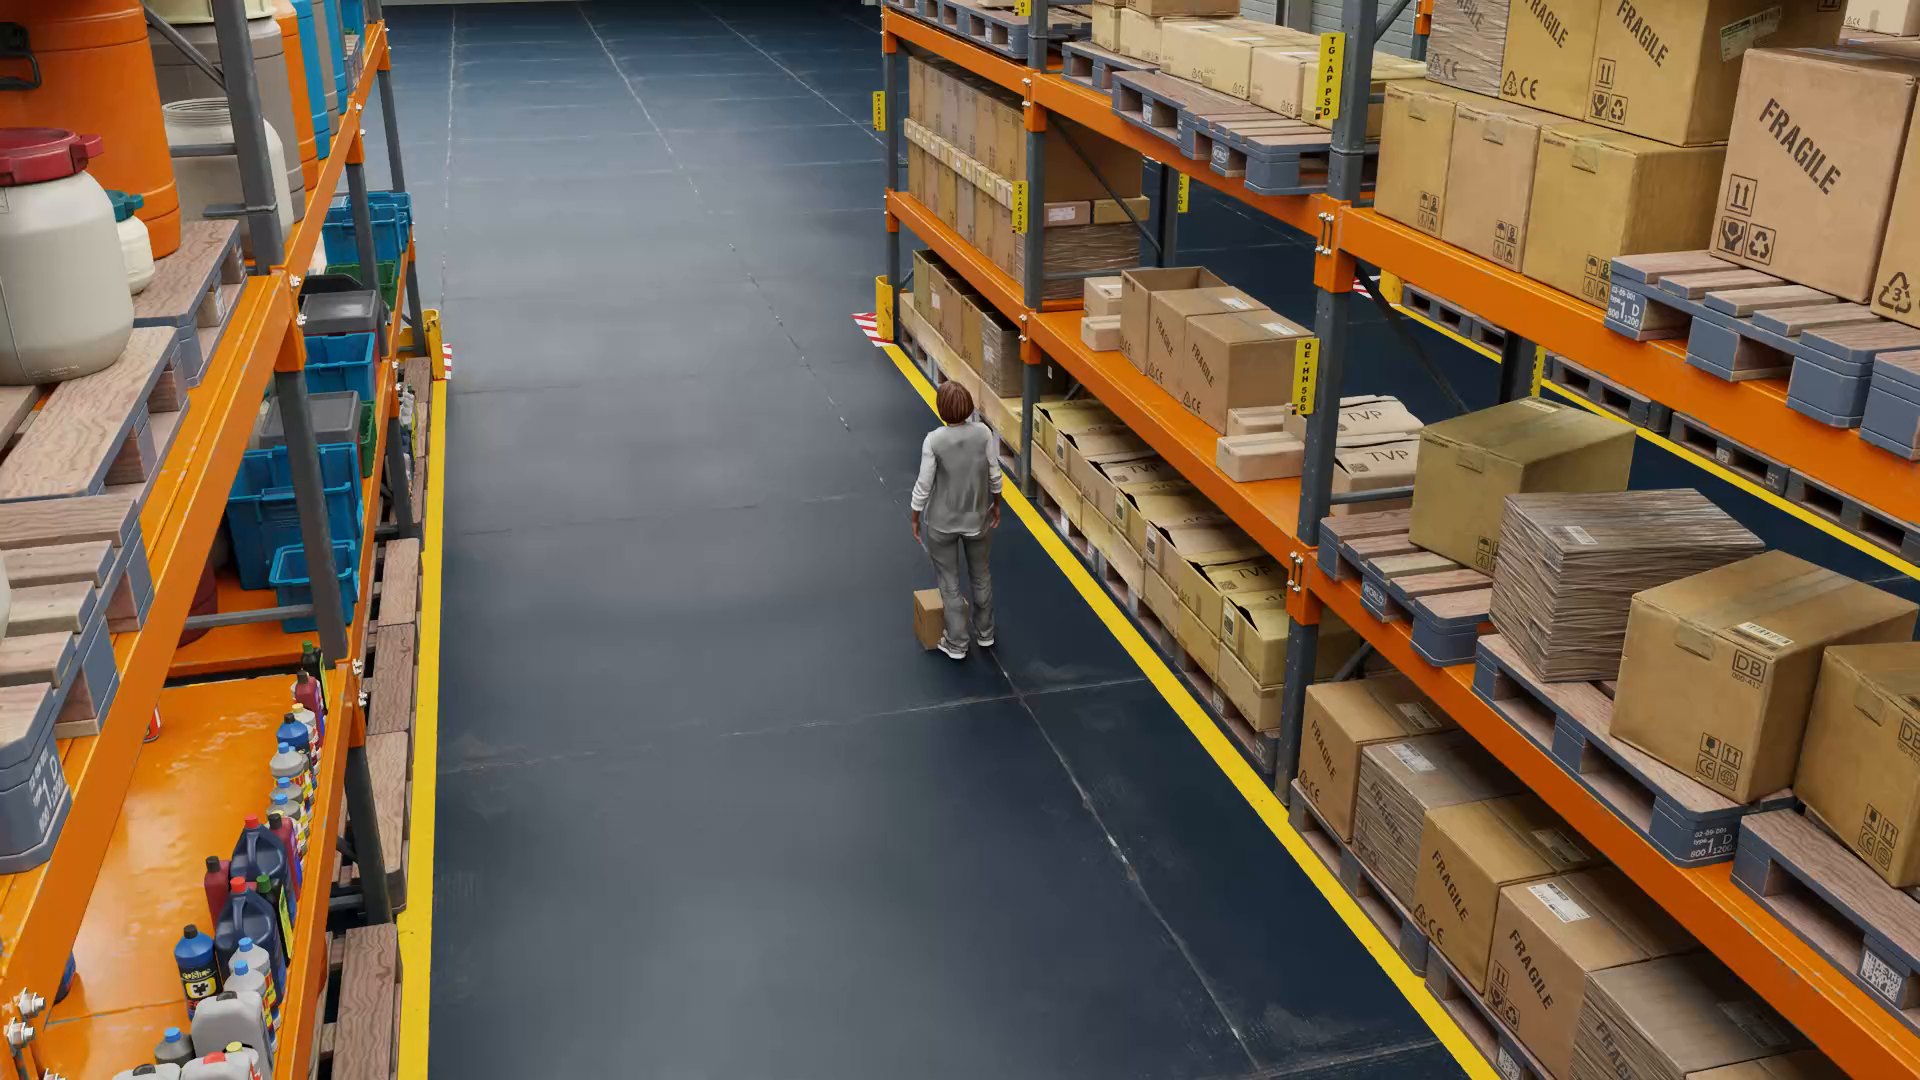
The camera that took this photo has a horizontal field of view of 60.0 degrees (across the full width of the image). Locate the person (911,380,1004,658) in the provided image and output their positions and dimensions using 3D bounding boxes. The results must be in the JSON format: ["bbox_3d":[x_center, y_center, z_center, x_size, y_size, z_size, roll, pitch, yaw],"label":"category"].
[{"bbox_3d":[-0.023,-0.123,8.871,0.520,1.597,0.476,-6,24,-14],"label":"person"}]
